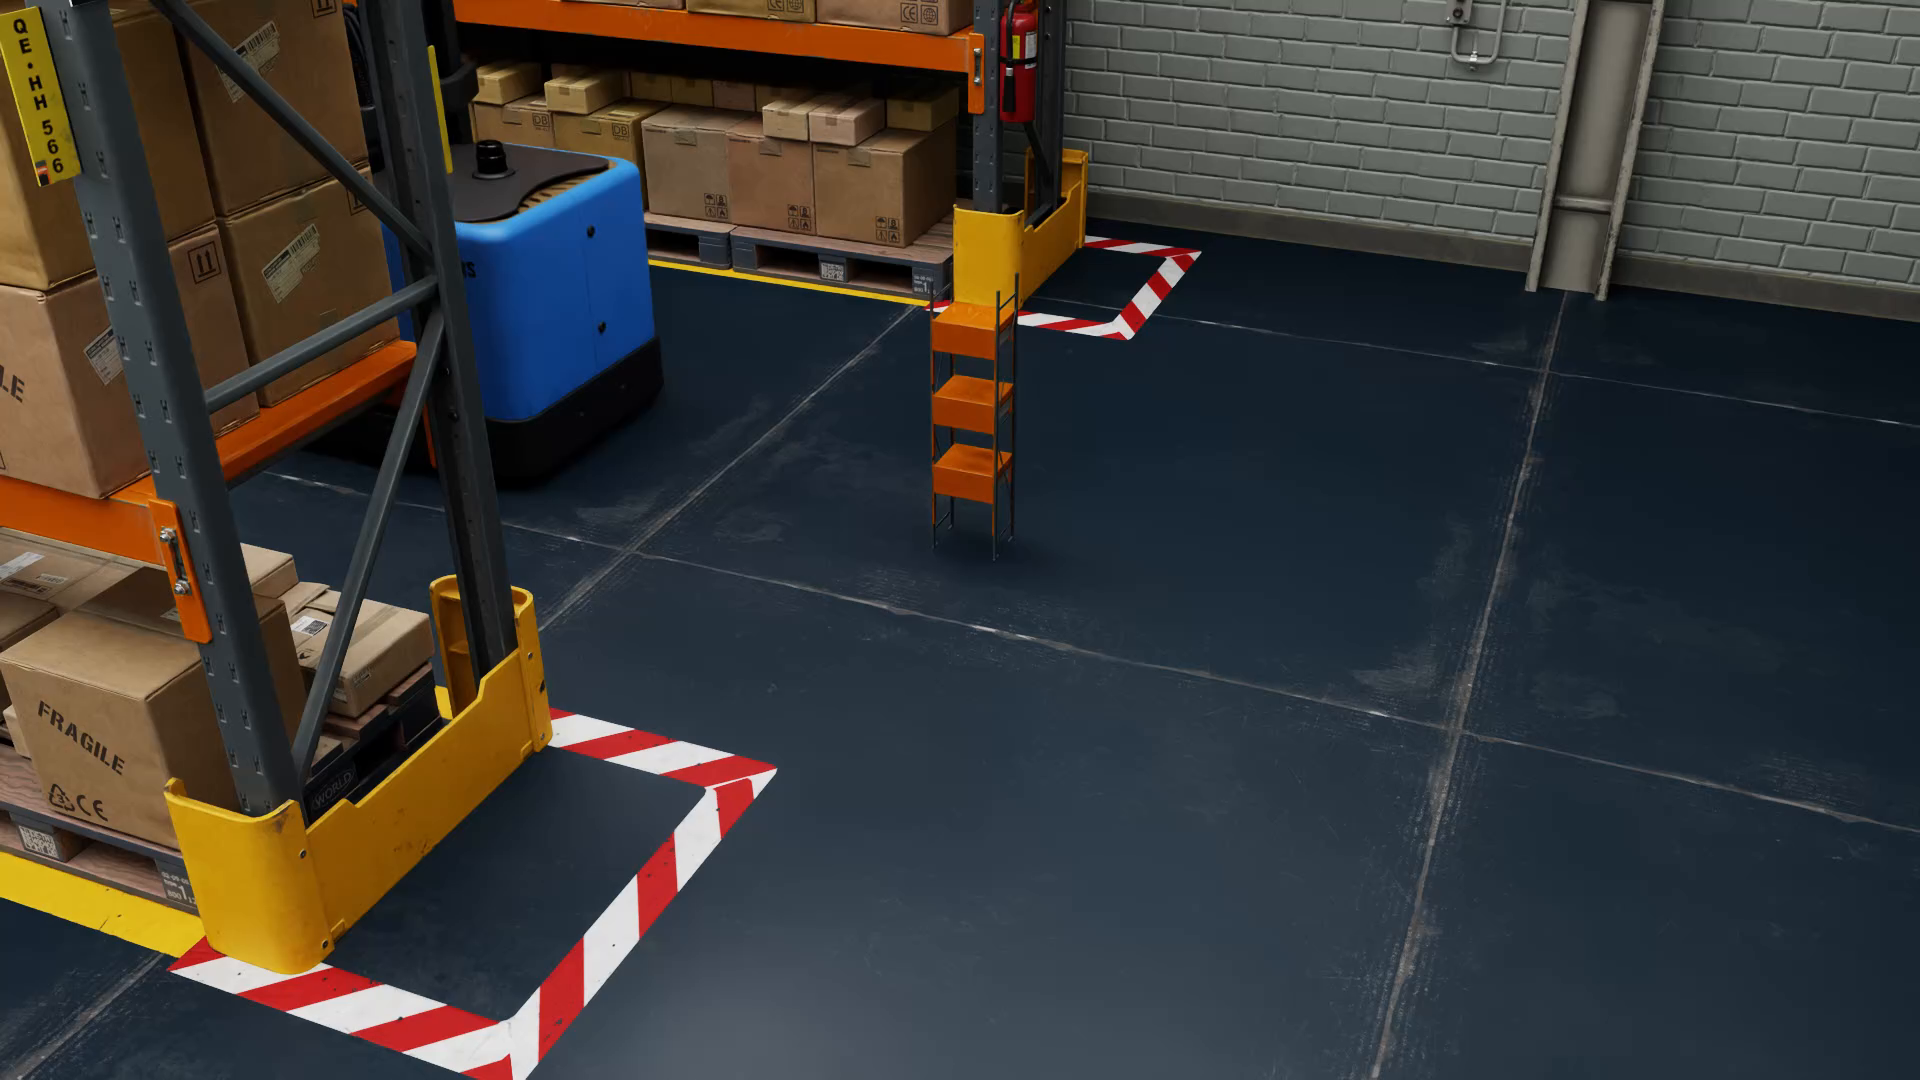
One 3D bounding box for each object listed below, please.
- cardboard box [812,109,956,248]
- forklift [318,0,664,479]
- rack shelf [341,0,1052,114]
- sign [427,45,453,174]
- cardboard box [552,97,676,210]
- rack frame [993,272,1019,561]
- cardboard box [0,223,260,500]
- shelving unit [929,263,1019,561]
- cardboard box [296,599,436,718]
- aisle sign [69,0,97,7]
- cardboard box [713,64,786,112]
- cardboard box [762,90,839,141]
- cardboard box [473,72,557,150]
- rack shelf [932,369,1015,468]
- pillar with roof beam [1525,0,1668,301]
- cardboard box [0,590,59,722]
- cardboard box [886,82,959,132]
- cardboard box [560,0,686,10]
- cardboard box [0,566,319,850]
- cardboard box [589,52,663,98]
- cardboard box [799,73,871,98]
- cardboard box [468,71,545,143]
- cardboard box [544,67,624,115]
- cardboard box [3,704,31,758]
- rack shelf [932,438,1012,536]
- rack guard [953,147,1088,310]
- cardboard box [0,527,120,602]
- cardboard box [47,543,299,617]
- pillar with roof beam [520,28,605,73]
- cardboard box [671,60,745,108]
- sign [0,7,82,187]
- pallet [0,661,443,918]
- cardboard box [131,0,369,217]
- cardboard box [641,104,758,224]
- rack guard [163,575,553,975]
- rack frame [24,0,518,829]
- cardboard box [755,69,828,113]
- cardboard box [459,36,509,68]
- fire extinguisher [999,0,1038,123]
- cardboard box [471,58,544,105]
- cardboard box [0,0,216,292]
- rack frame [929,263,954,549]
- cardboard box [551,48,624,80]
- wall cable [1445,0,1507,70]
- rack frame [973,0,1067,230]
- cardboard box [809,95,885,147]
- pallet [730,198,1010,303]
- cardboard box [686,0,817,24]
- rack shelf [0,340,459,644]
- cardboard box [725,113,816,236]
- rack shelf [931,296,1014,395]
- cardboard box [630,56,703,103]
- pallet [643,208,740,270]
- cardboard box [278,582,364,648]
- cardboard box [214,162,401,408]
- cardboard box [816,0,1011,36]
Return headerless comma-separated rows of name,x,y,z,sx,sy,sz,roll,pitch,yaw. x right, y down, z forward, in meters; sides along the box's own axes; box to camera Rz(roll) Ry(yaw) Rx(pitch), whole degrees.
cardboard box,-0.382,-1.900,8.677,0.500,0.500,0.700,11,31,19
forklift,-2.867,-1.972,6.760,3.031,2.935,1.130,12,32,20
rack shelf,-1.549,-2.779,8.849,4.000,0.370,1.077,11,31,19
sign,-1.351,-1.087,4.245,0.005,0.325,0.100,11,31,19
cardboard box,-1.809,-2.181,9.174,0.500,0.500,0.700,12,32,20
rack frame,0.163,-0.425,5.934,0.008,1.050,0.200,11,31,19
cardboard box,-2.072,-0.465,3.922,0.500,0.500,0.500,12,32,21
shelving unit,0.050,-0.447,5.974,0.252,1.050,0.215,11,31,19
cardboard box,-1.813,0.353,5.027,0.250,0.149,0.380,11,31,19
aisle sign,-1.606,-1.442,3.111,0.004,0.787,0.394,11,31,19
cardboard box,-1.128,-2.437,8.968,0.250,0.149,0.380,12,32,20
cardboard box,-0.806,-2.170,8.496,0.250,0.149,0.380,12,32,20
cardboard box,-2.283,-2.277,9.343,0.500,0.500,0.700,11,31,19
rack shelf,0.050,-0.438,5.979,0.240,0.259,0.215,11,31,19
pillar with roof beam,1.513,-3.265,2.882,0.400,9.000,9.100,11,31,19
cardboard box,-3.020,0.365,4.903,0.500,0.250,0.500,11,31,19
cardboard box,-0.191,-2.251,8.638,0.250,0.149,0.380,12,31,19
cardboard box,-1.553,-3.217,8.588,0.700,0.700,0.980,10,31,17
cardboard box,-2.151,0.446,4.506,0.500,0.500,0.500,11,31,19
cardboard box,-1.840,-2.579,9.219,0.250,0.149,0.380,12,31,20
cardboard box,-0.660,-2.344,8.803,0.250,0.149,0.380,11,31,19
cardboard box,-2.748,-2.371,9.511,0.500,0.500,0.700,12,32,20
cardboard box,-2.015,-2.411,8.921,0.250,0.149,0.380,10,31,18
cardboard box,-2.492,0.475,4.793,0.250,0.166,0.380,11,31,19
rack shelf,0.050,-0.196,6.116,0.240,0.259,0.215,11,31,19
rack guard,0.327,-1.629,8.624,0.348,0.500,1.175,11,31,19
cardboard box,-2.878,0.128,5.322,0.500,0.250,0.500,11,31,19
cardboard box,-2.415,0.221,5.159,0.500,0.250,0.500,11,31,19
pillar with roof beam,-4.047,-4.376,4.846,0.400,9.000,9.100,11,31,19
cardboard box,-1.366,-2.485,9.052,0.250,0.149,0.380,12,31,20
sign,-1.782,-0.855,3.216,0.005,0.325,0.100,11,31,19
pallet,-2.364,0.591,4.991,1.213,0.211,1.003,11,31,19
cardboard box,-1.867,-1.144,4.107,0.500,0.500,0.500,12,32,21
cardboard box,-1.312,-2.086,9.005,0.500,0.500,0.700,10,31,17
rack guard,-1.625,0.612,4.660,0.348,0.500,1.175,11,31,19
rack frame,-1.554,-0.462,4.020,0.127,3.000,1.000,11,31,19
cardboard box,-0.892,-2.391,8.886,0.250,0.149,0.380,12,31,20
cardboard box,-2.807,-2.771,9.559,0.250,0.149,0.380,11,31,19
fire extinguisher,0.271,-2.287,7.706,0.183,0.674,0.296,11,31,19
cardboard box,-2.499,-2.507,9.092,0.250,0.149,0.380,12,32,21
cardboard box,-2.070,-0.898,3.673,0.500,0.500,0.500,11,31,19
rack frame,-0.063,-0.470,6.014,0.008,1.050,0.200,11,31,19
cardboard box,-2.074,-2.626,9.302,0.250,0.149,0.380,10,31,18
wall cable,1.847,-3.359,8.111,1.851,1.984,0.084,11,31,19
rack frame,0.305,-2.722,8.017,0.127,3.000,1.000,11,31,19
cardboard box,-0.569,-2.123,8.413,0.250,0.149,0.380,11,31,19
pallet,-0.466,-1.620,8.902,1.213,0.211,1.003,11,31,19
cardboard box,-0.850,-3.072,8.331,0.700,0.700,0.980,11,31,19
rack shelf,-3.408,-0.519,4.851,4.000,0.370,1.077,11,31,19
cardboard box,-0.845,-1.993,8.841,0.500,0.500,0.700,11,31,19
rack shelf,0.050,-0.685,5.840,0.240,0.259,0.215,11,31,19
cardboard box,-1.601,-2.532,9.135,0.250,0.149,0.380,11,31,18
pallet,-1.592,-1.847,9.302,1.213,0.211,1.003,11,31,19
cardboard box,-2.045,0.299,5.105,0.250,0.166,0.380,11,31,19
cardboard box,-1.867,-0.708,4.353,0.500,0.500,0.500,12,32,20
cardboard box,-0.172,-2.942,8.102,0.700,0.700,0.980,13,32,21
